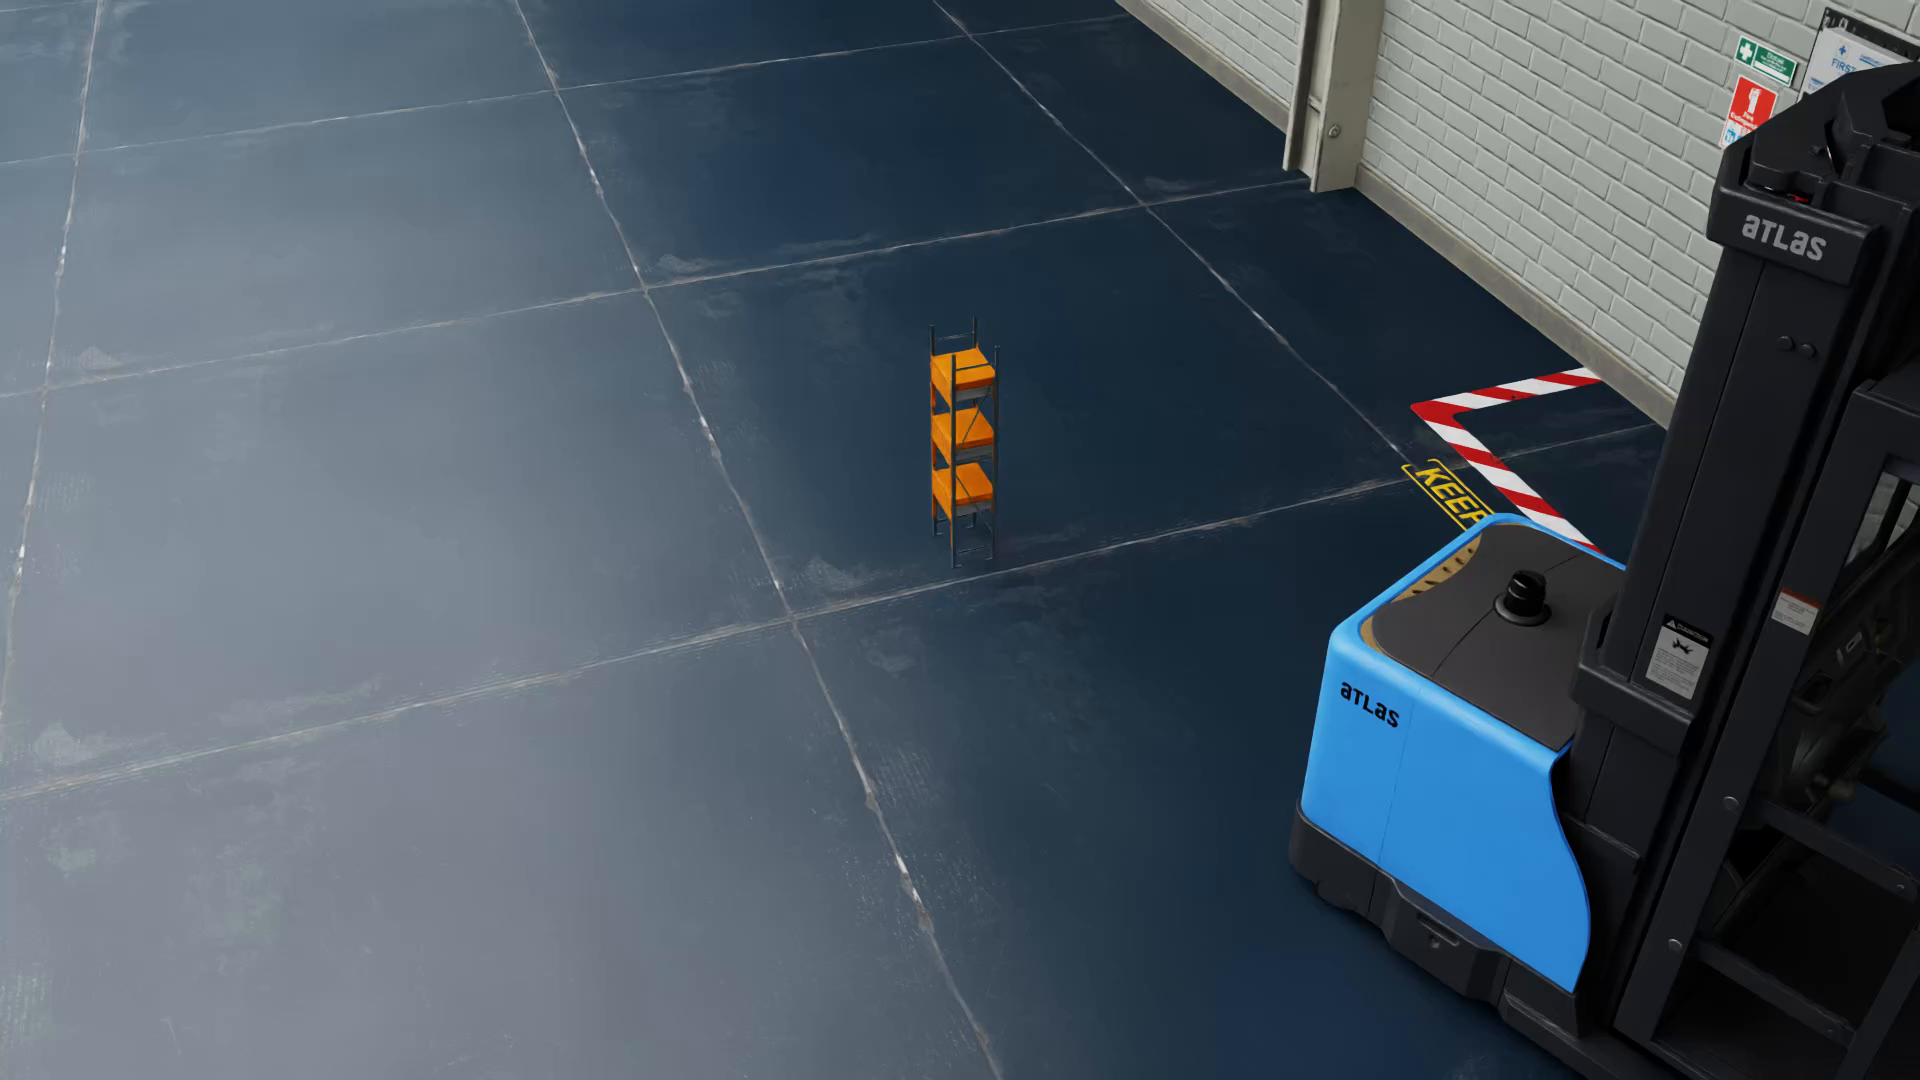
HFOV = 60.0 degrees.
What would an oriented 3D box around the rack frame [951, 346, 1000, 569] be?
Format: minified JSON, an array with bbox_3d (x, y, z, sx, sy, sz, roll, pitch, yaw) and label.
[{"bbox_3d":[0.060,-0.320,6.803,0.200,1.050,0.008,-12,39,-16],"label":"rack frame"}]

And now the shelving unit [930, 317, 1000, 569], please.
[{"bbox_3d":[0.018,-0.389,6.894,0.215,1.050,0.252,-12,39,-16],"label":"shelving unit"}]

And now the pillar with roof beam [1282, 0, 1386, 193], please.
[{"bbox_3d":[-1.831,-4.937,6.326,9.100,9.000,0.400,-12,39,-16],"label":"pillar with roof beam"}]

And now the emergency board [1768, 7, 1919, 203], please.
[{"bbox_3d":[3.461,-1.447,6.678,0.194,1.169,0.643,-12,39,-16],"label":"emergency board"}]

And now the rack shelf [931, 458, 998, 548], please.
[{"bbox_3d":[0.018,-0.159,7.068,0.215,0.259,0.240,-12,39,-16],"label":"rack shelf"}]

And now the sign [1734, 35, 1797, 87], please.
[{"bbox_3d":[3.361,-2.002,6.945,0.001,0.109,0.331,-12,39,-16],"label":"sign"}]

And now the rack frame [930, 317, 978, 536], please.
[{"bbox_3d":[-0.024,-0.458,6.986,0.200,1.050,0.008,-12,39,-16],"label":"rack frame"}]

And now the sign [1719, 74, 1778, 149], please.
[{"bbox_3d":[3.368,-1.795,7.110,0.001,0.329,0.234,-12,39,-16],"label":"sign"}]

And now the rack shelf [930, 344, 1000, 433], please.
[{"bbox_3d":[0.018,-0.607,6.730,0.215,0.259,0.240,-12,39,-16],"label":"rack shelf"}]

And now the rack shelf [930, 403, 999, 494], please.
[{"bbox_3d":[0.018,-0.381,6.900,0.215,0.259,0.240,-12,39,-16],"label":"rack shelf"}]

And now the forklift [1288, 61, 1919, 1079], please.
[{"bbox_3d":[2.502,0.412,4.266,1.130,2.935,3.031,-30,46,-33],"label":"forklift"}]
